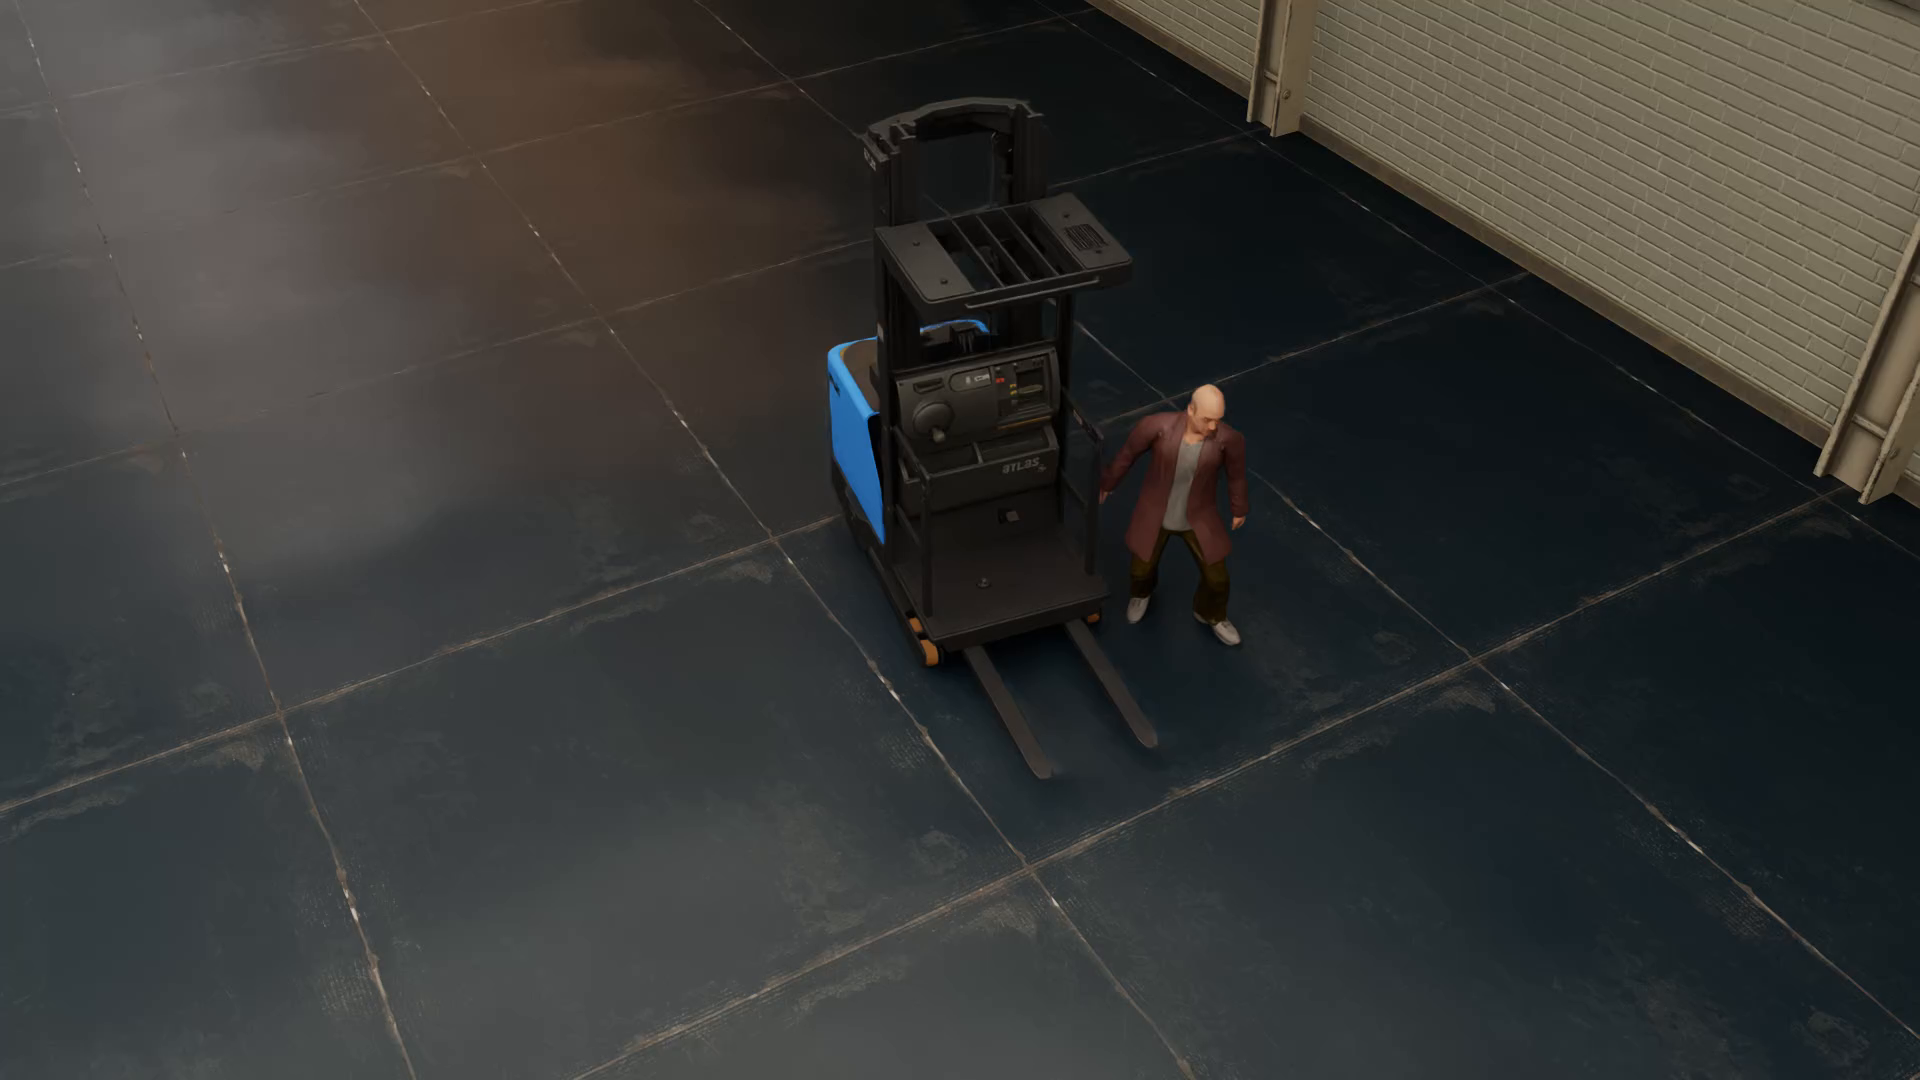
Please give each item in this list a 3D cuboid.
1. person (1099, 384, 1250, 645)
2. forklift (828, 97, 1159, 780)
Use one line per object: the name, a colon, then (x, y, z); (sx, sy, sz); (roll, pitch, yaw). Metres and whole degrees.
person: (1.197, -0.190, 9.241); (0.916, 1.737, 0.553); (7, 40, 9)
forklift: (0.184, -0.709, 8.891); (1.130, 2.935, 3.031); (-14, 42, -16)
